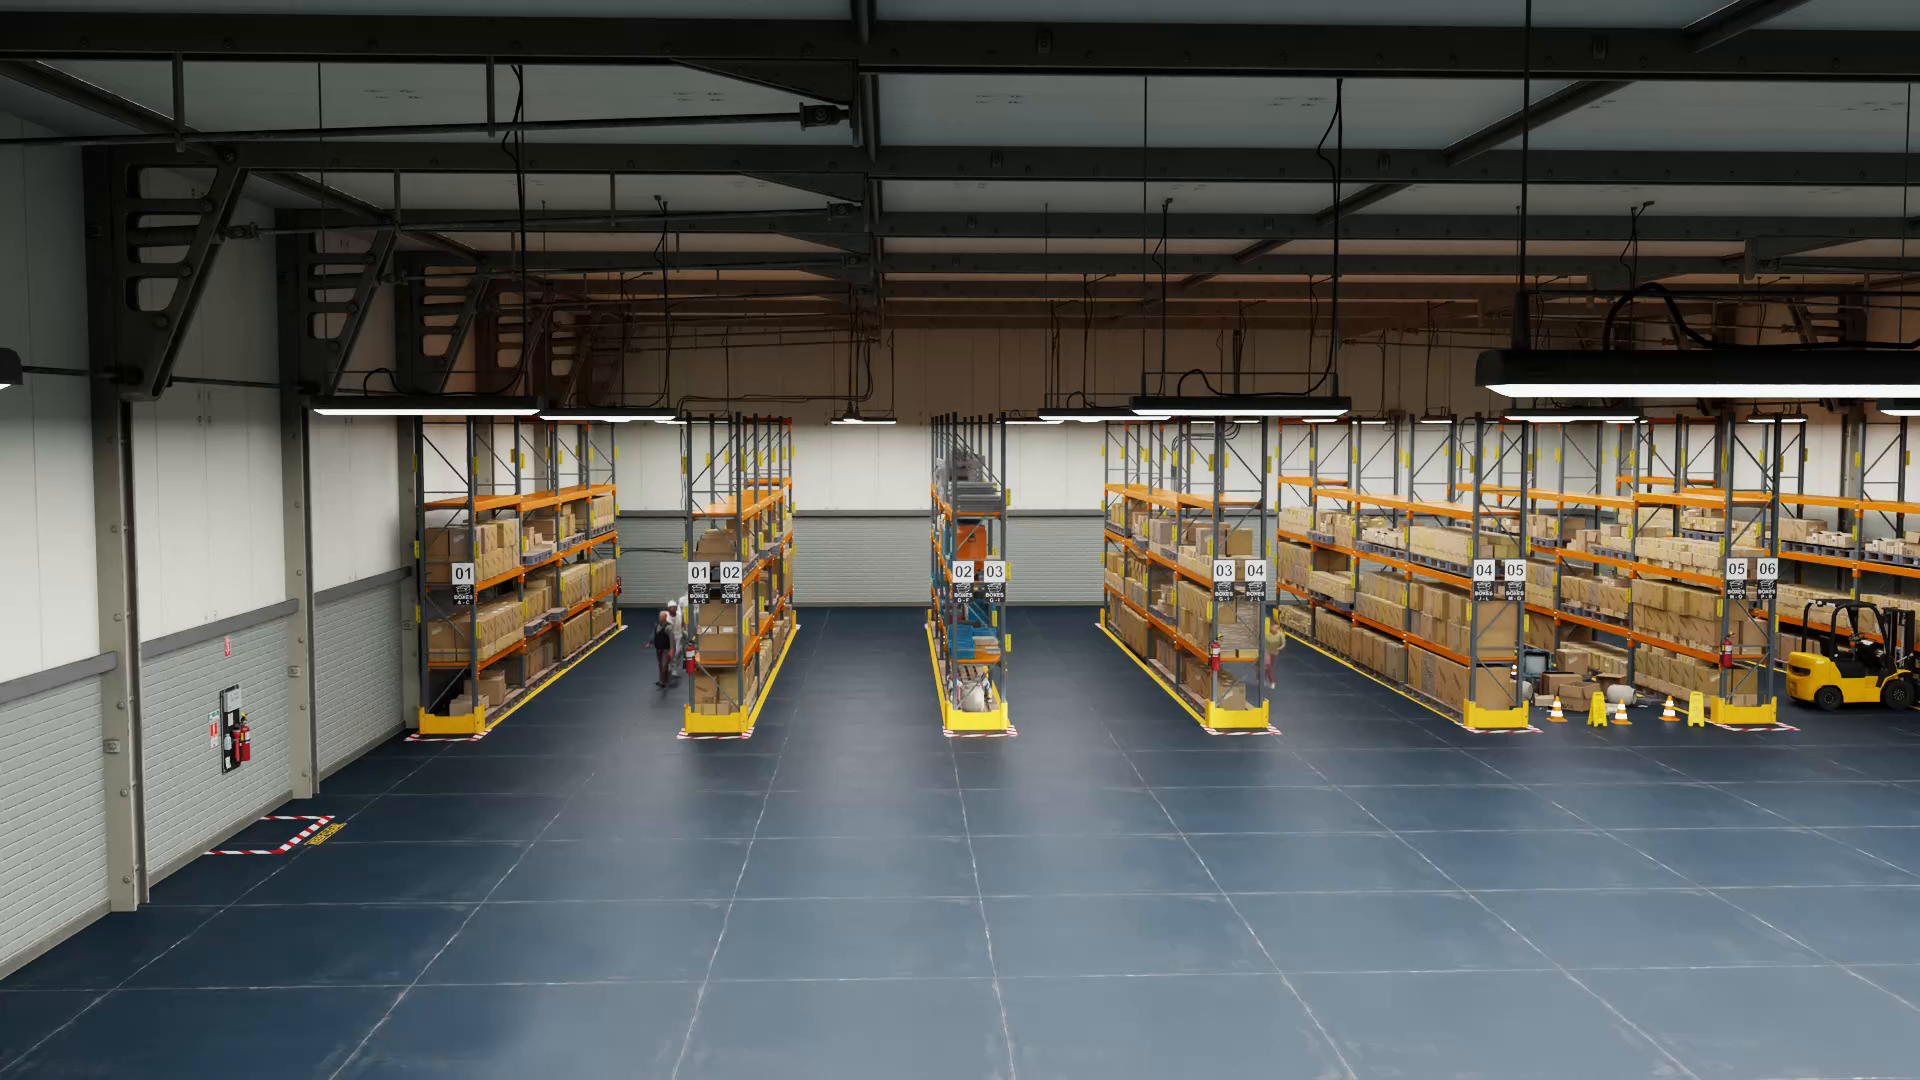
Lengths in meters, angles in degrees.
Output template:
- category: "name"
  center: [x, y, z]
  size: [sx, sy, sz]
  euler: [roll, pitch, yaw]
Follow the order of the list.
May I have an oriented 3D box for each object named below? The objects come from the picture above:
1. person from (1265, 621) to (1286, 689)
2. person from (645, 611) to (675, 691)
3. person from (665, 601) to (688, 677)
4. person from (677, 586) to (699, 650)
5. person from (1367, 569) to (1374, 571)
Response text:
- category: "person"
  center: [6.815, 2.476, 36.448]
  size: [0.562, 1.456, 1.065]
  euler: [0, 4, -1]
- category: "person"
  center: [-6.551, 2.402, 36.428]
  size: [0.712, 1.716, 0.761]
  euler: [2, 5, 31]
- category: "person"
  center: [-6.645, 2.251, 38.354]
  size: [0.682, 1.736, 0.821]
  euler: [-1, 4, -16]
- category: "person"
  center: [-6.943, 1.988, 42.444]
  size: [0.609, 1.657, 0.618]
  euler: [0, 4, -4]
- category: "person"
  center: [11.704, 1.692, 46.758]
  size: [0.659, 1.723, 0.825]
  euler: [-3, 5, -33]
